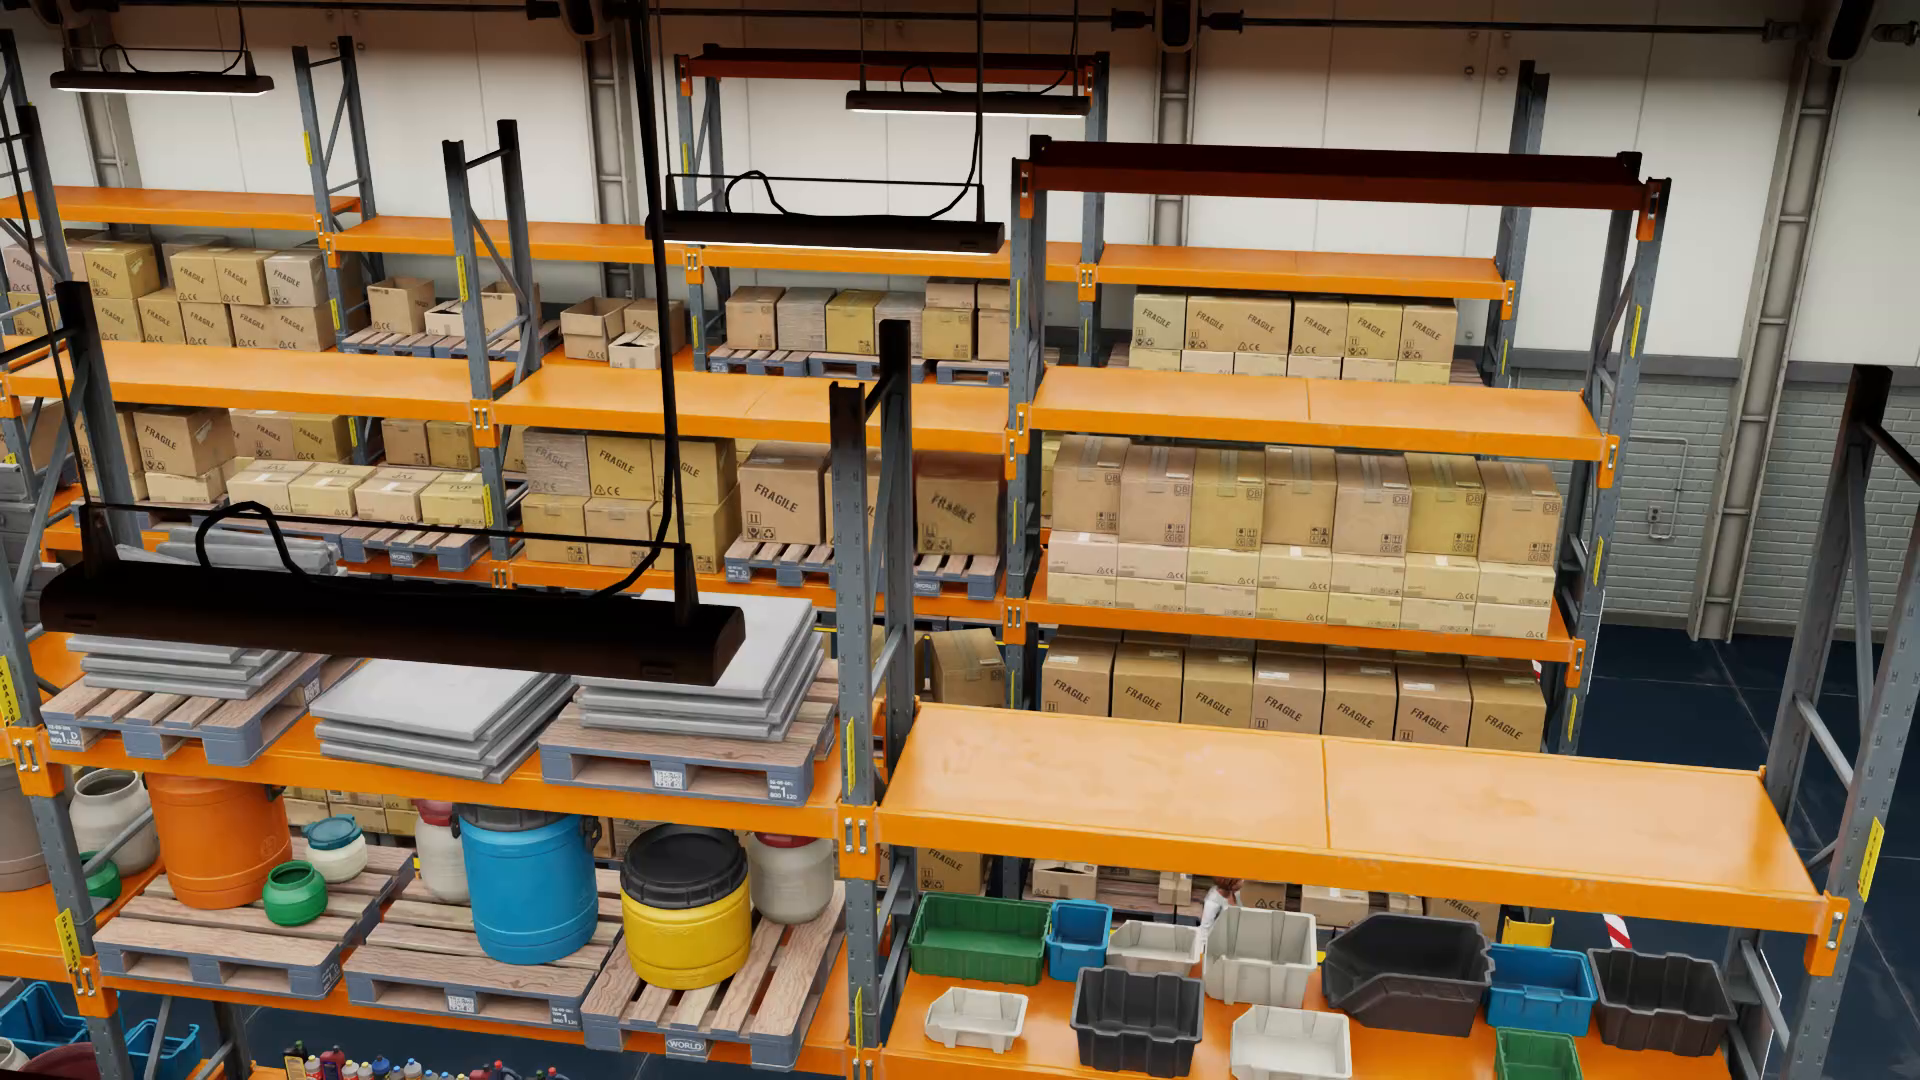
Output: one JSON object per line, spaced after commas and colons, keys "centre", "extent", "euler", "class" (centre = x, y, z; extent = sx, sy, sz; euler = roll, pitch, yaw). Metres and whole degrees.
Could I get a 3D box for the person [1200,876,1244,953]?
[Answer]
{"centre": [1.748, 2.885, 11.522], "extent": [0.392, 1.601, 0.468], "euler": [15, 27, 32], "class": "person"}
